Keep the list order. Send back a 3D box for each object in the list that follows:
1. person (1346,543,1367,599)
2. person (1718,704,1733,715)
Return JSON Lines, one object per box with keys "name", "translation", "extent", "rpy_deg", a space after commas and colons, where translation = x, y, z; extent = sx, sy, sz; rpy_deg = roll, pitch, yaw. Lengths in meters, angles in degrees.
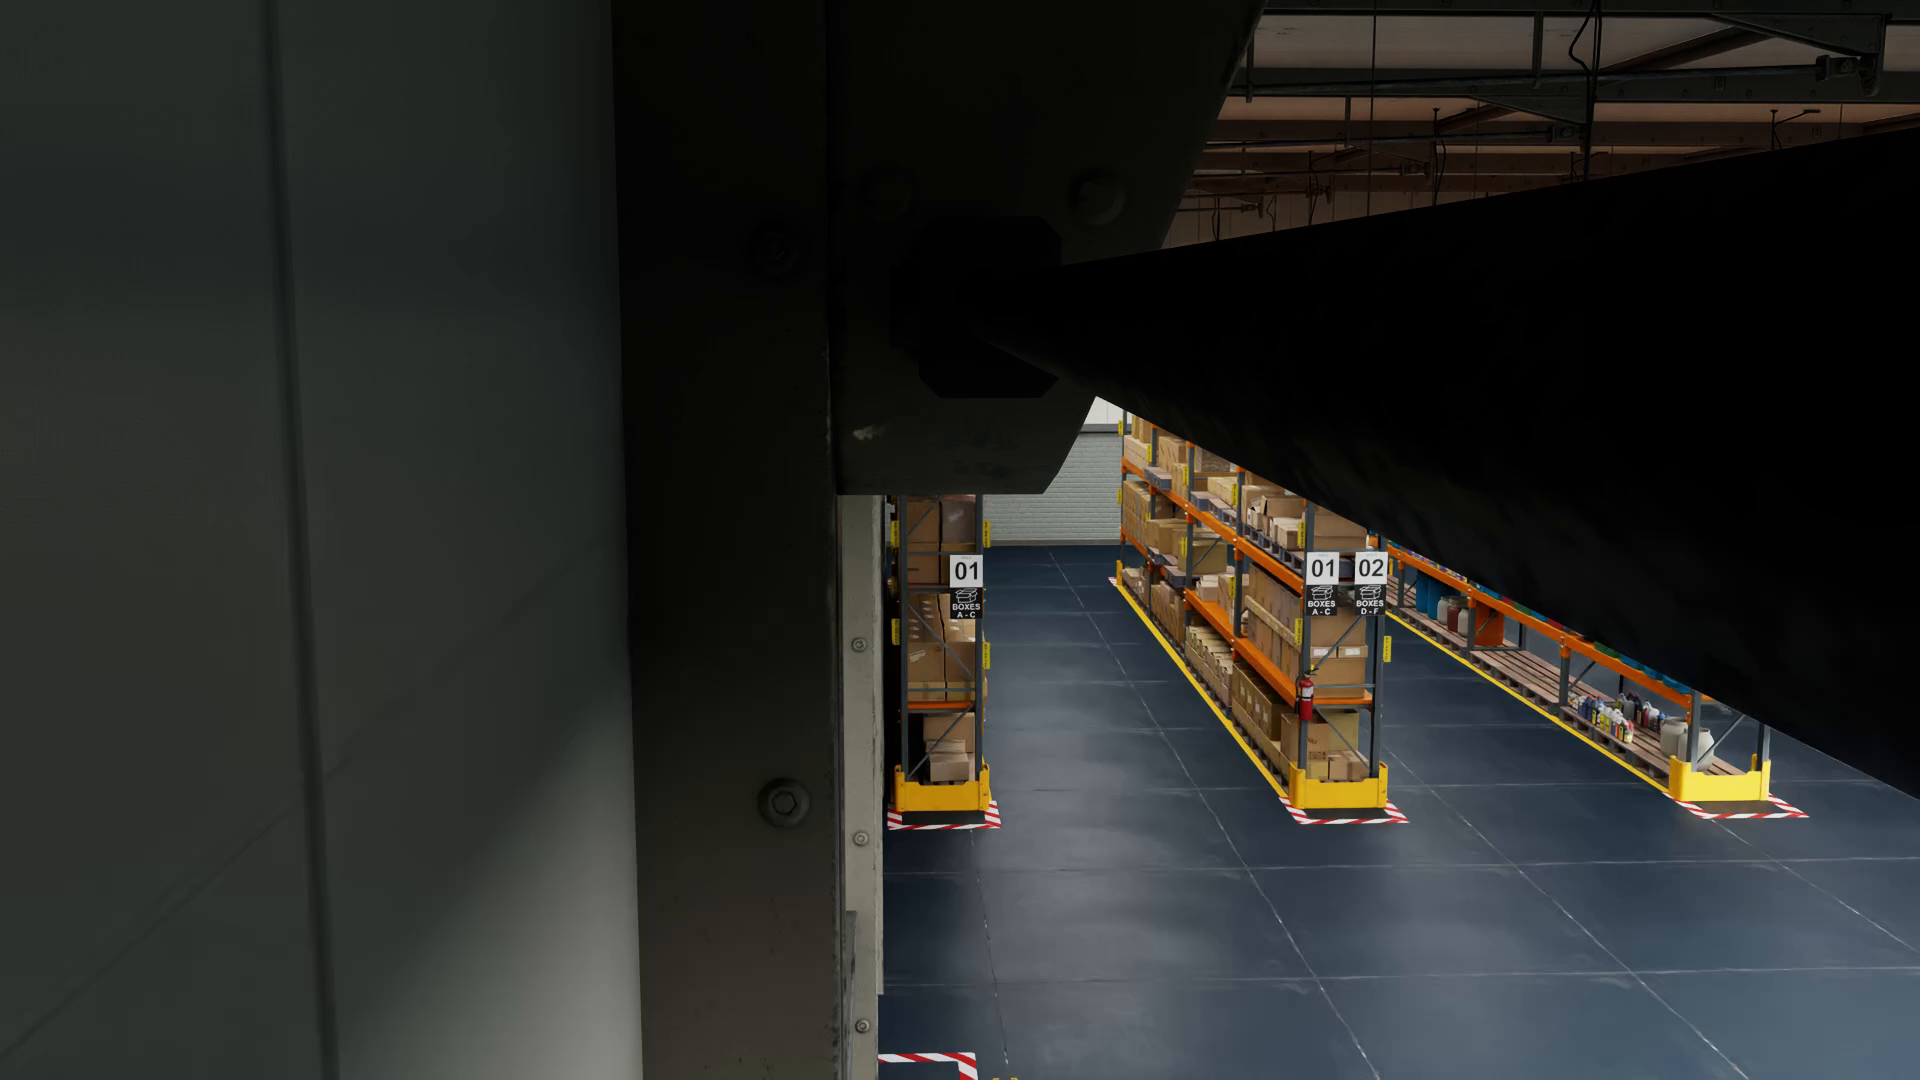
{"name": "person", "translation": [7.769, 0.584, 33.099], "extent": [0.621, 1.776, 0.962], "rpy_deg": [4, 9, 27]}
{"name": "person", "translation": [11.657, 1.792, 25.309], "extent": [0.463, 1.603, 1.020], "rpy_deg": [0, 8, -1]}
